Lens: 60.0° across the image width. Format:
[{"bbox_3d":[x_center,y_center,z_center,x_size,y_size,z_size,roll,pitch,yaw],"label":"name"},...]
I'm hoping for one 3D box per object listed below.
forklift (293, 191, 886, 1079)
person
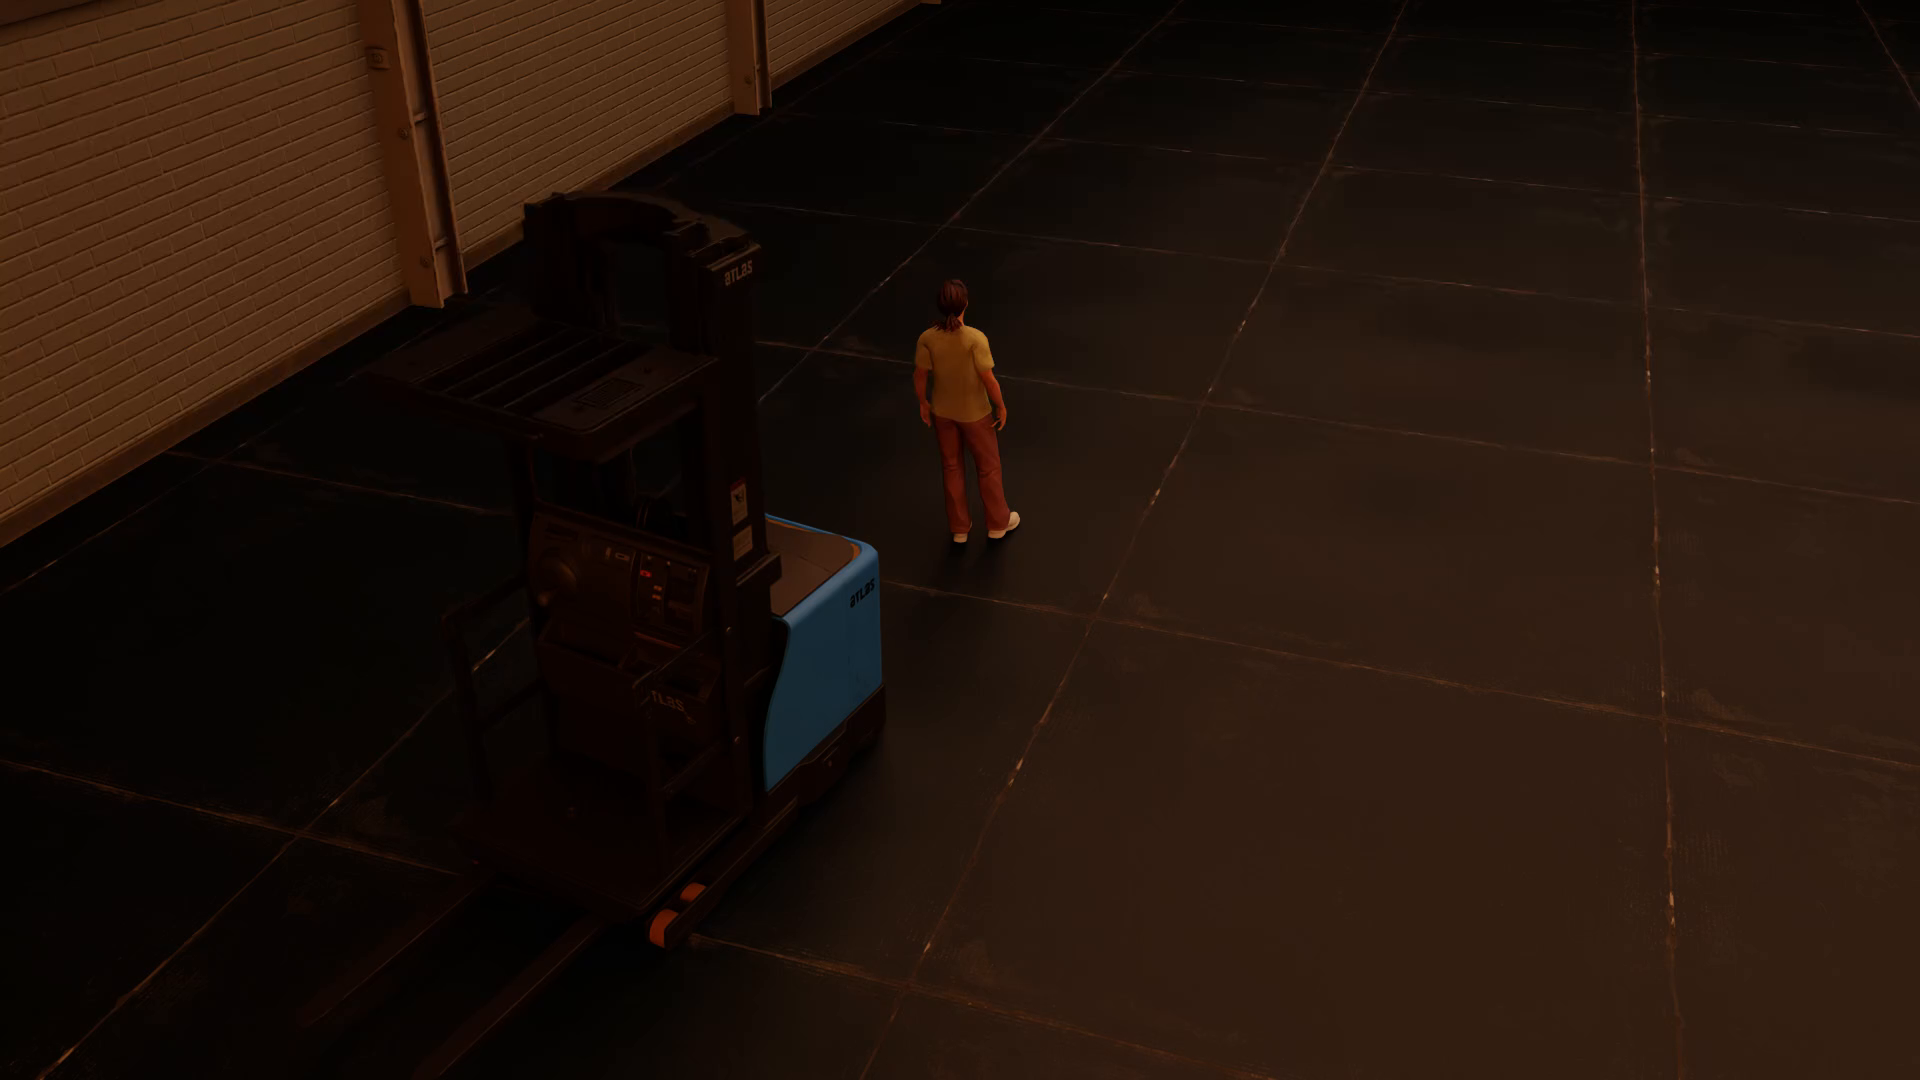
[{"bbox_3d":[-1.533,0.202,6.782,1.130,2.935,3.031,16,33,25],"label":"forklift"},{"bbox_3d":[0.035,-0.767,9.735,0.553,1.673,0.548,10,31,16],"label":"person"}]
